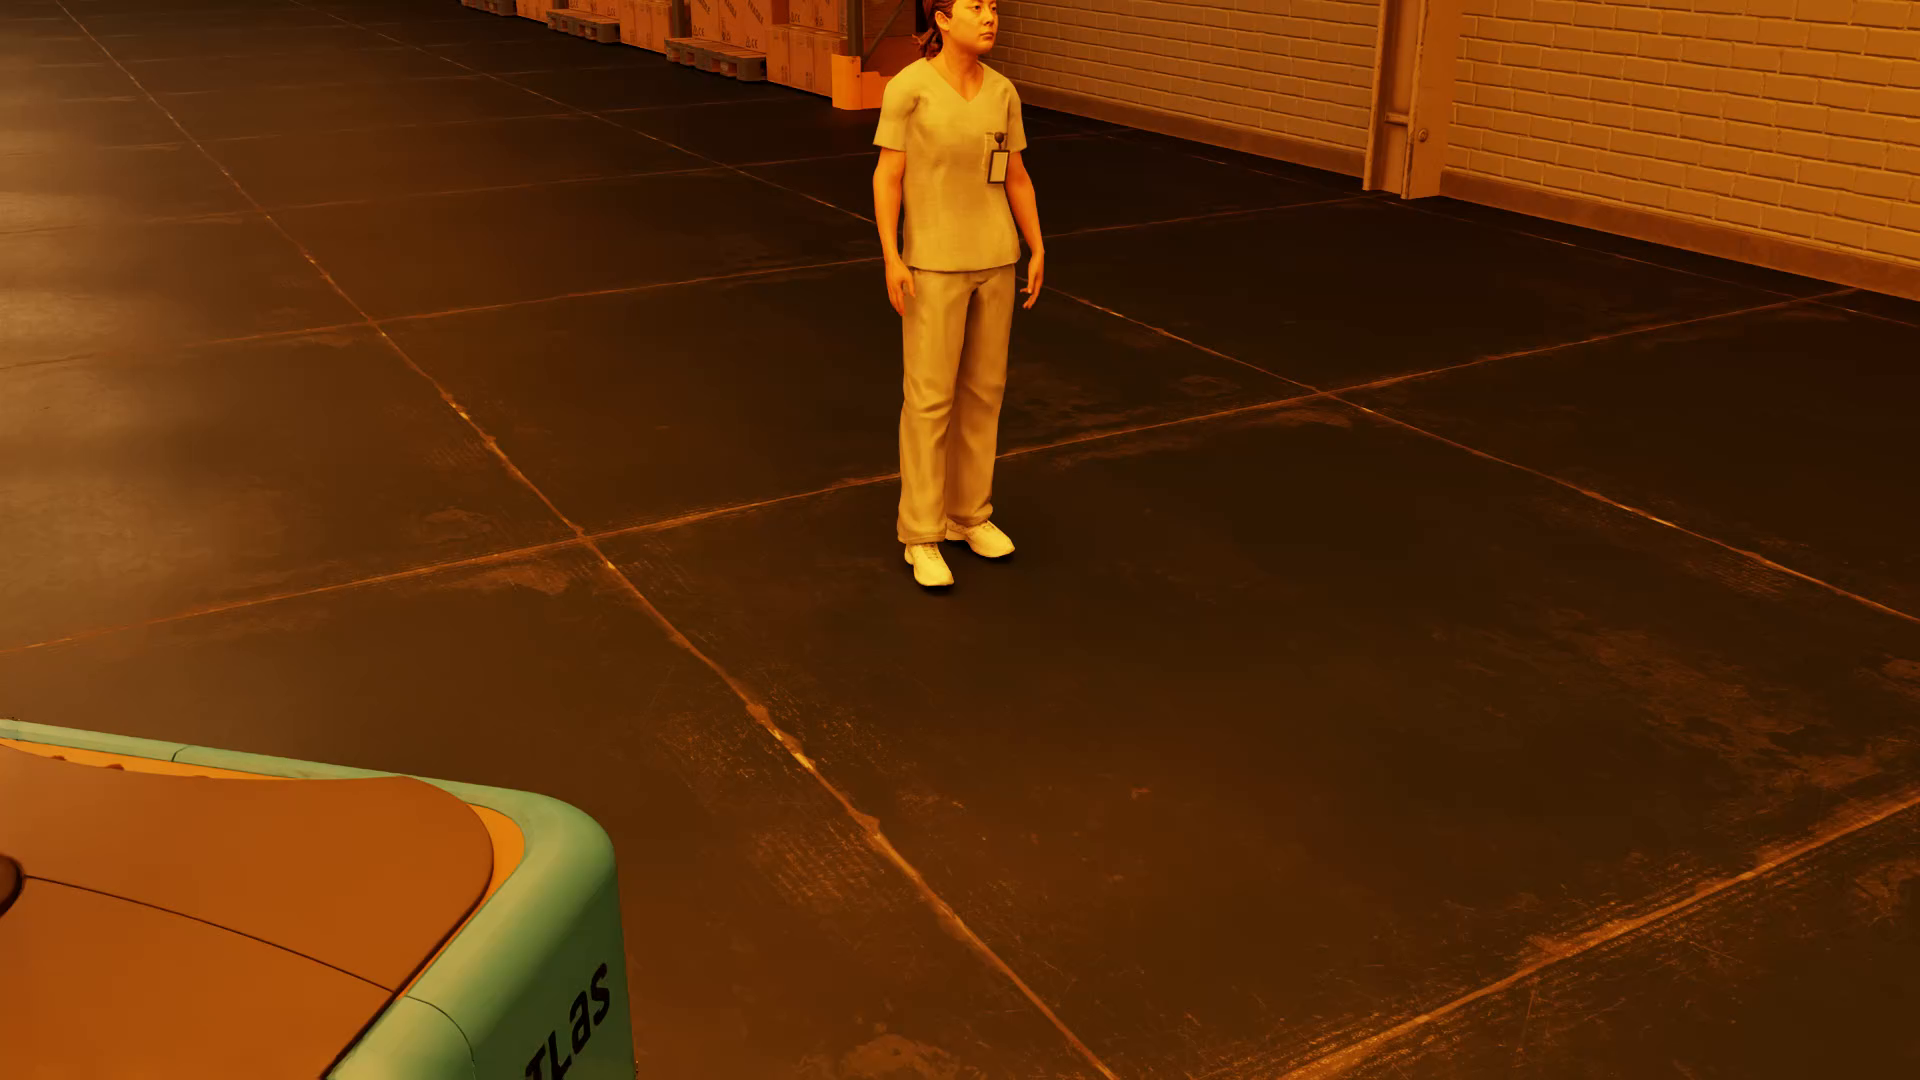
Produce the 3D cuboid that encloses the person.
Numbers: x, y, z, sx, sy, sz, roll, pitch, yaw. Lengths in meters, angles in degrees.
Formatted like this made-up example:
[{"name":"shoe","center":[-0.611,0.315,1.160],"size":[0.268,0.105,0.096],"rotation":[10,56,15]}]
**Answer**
[{"name":"person","center":[0.025,-0.755,4.749],"size":[0.549,1.675,0.549],"rotation":[-12,25,-28]}]
